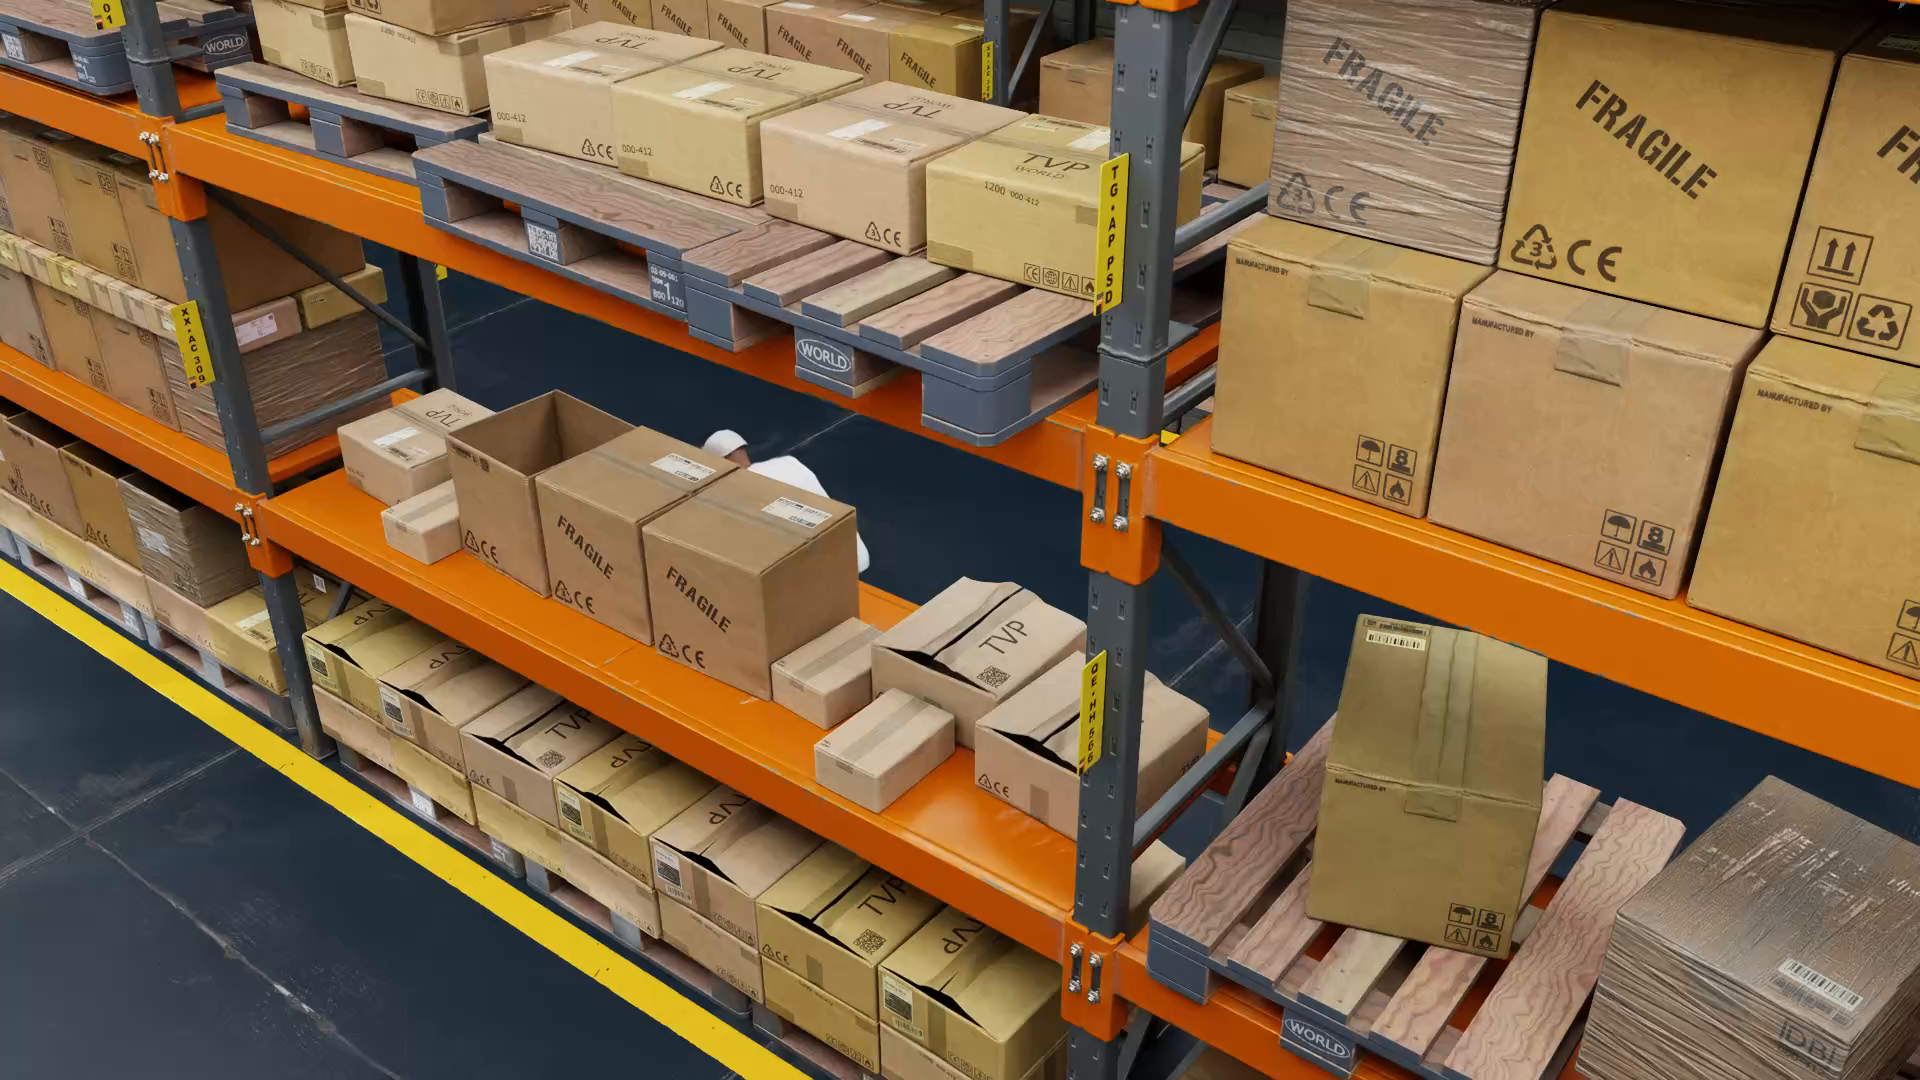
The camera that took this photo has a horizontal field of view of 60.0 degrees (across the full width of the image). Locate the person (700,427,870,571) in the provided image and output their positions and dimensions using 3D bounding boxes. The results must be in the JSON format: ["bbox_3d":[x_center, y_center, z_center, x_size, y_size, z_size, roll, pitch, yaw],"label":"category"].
[{"bbox_3d":[-0.883,-0.017,7.887,0.898,1.010,0.547,20,36,30],"label":"person"}]
